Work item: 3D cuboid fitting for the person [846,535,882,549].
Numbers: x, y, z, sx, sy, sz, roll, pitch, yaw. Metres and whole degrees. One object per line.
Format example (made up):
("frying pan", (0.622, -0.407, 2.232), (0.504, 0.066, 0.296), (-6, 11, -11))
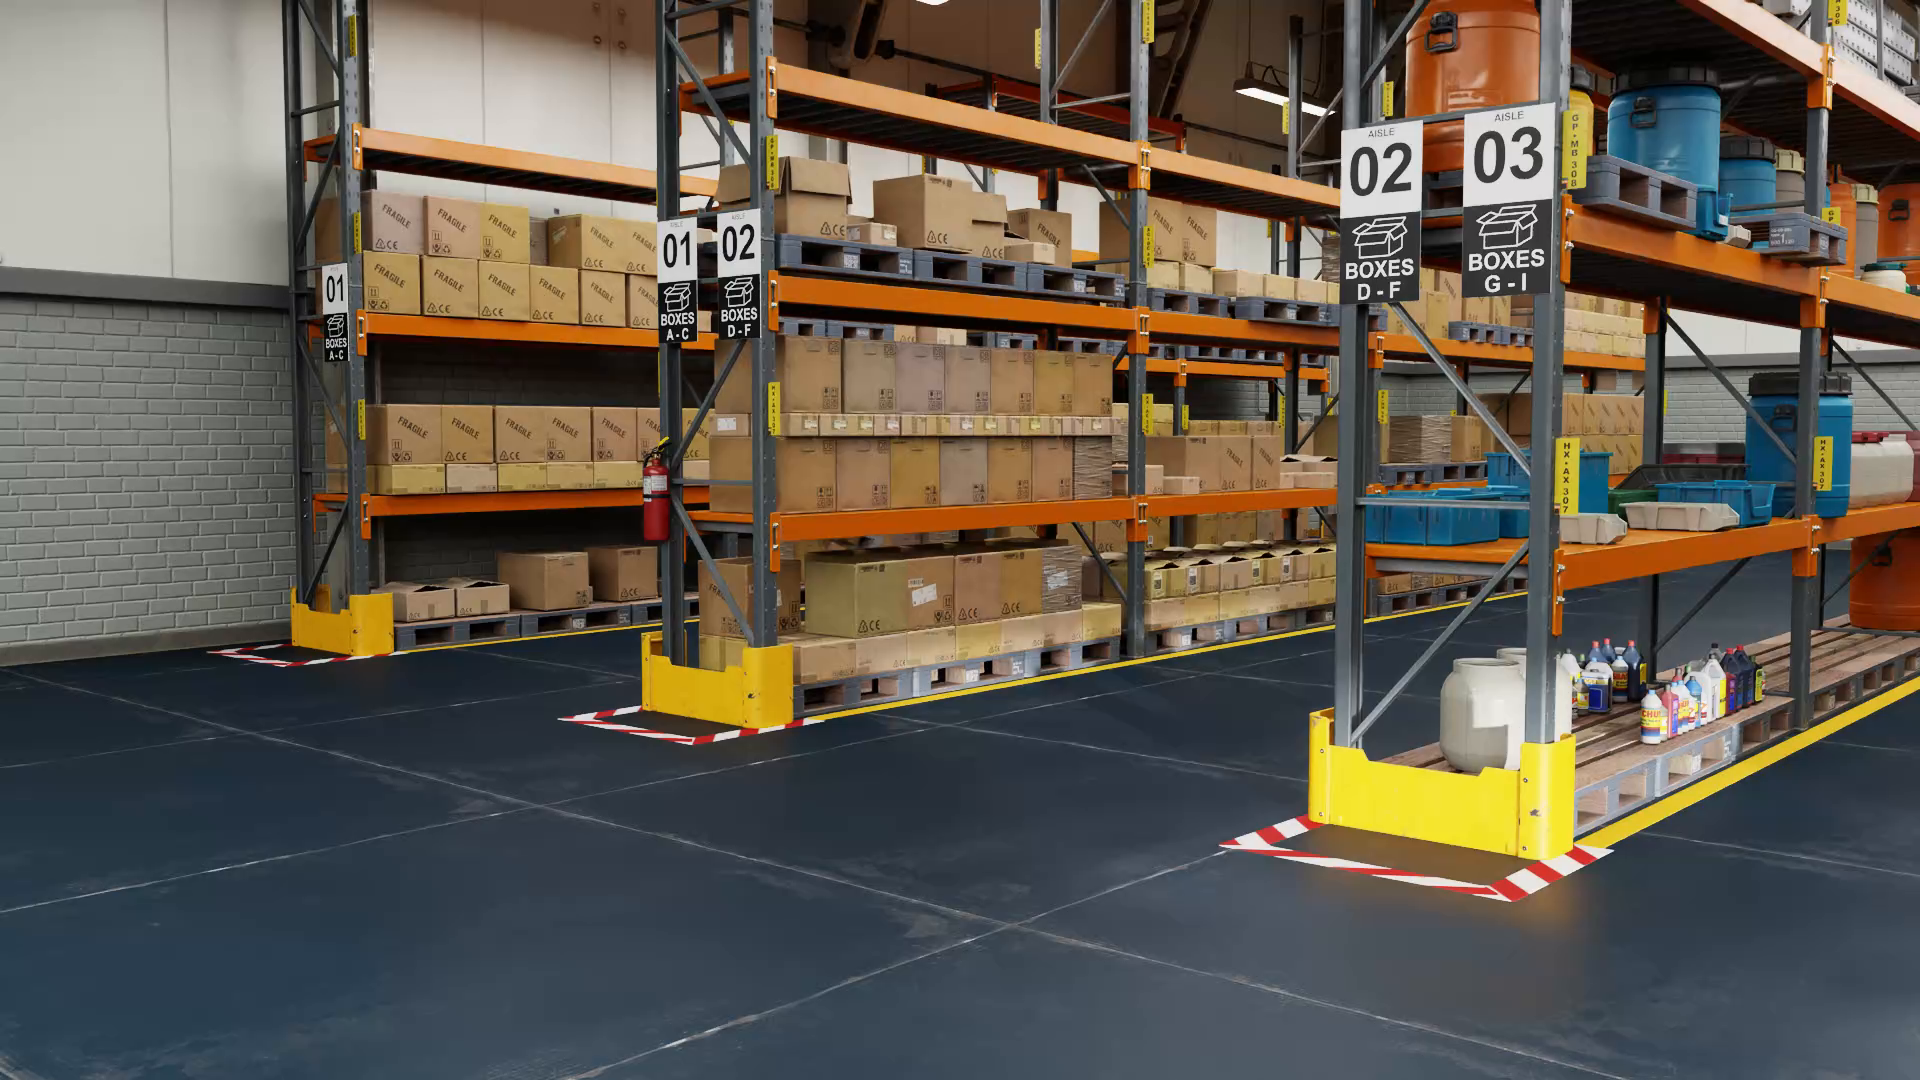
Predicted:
("person", (-0.971, -0.099, 16.703), (0.527, 1.703, 0.514), (1, 4, 9))
